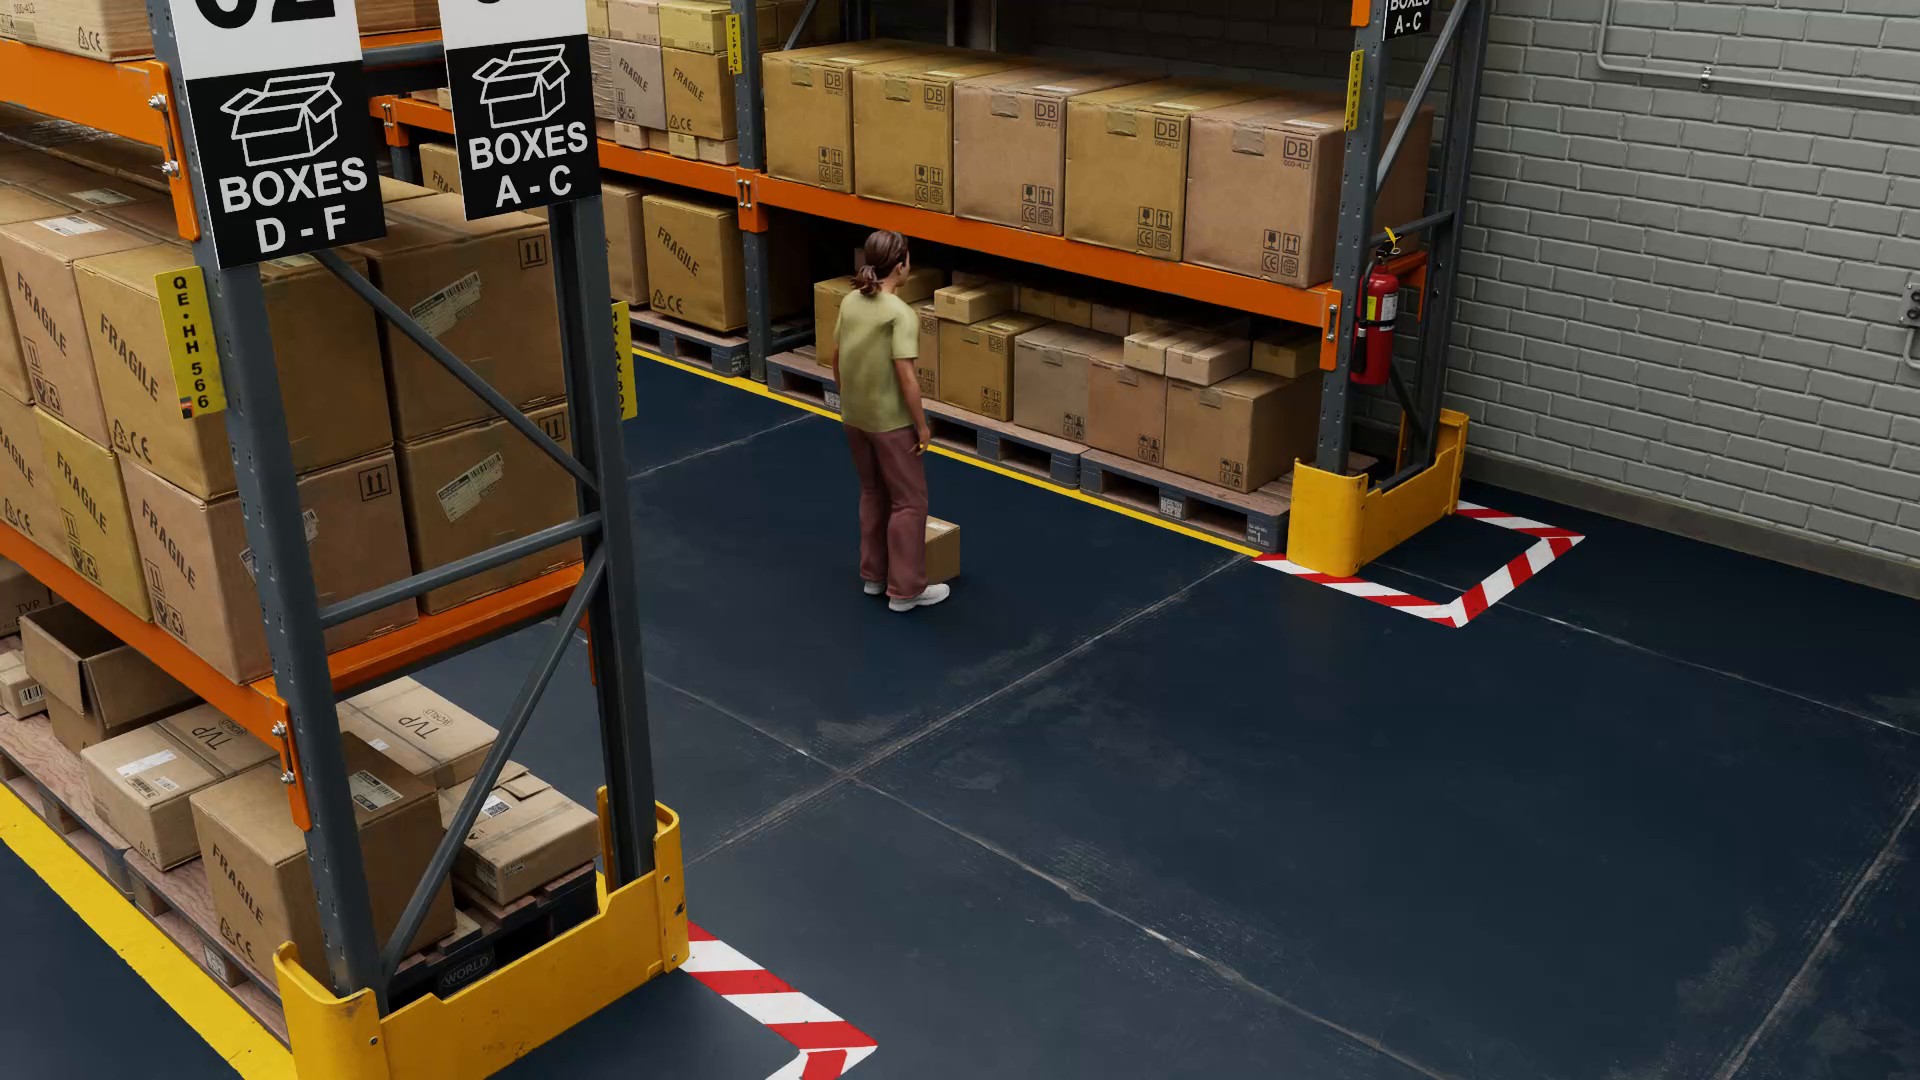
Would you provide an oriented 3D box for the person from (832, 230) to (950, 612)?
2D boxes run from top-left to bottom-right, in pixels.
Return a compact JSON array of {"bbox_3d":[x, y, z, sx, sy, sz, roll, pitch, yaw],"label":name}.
[{"bbox_3d":[-0.312,-0.524,7.278,0.499,1.673,0.405,20,31,38],"label":"person"}]
